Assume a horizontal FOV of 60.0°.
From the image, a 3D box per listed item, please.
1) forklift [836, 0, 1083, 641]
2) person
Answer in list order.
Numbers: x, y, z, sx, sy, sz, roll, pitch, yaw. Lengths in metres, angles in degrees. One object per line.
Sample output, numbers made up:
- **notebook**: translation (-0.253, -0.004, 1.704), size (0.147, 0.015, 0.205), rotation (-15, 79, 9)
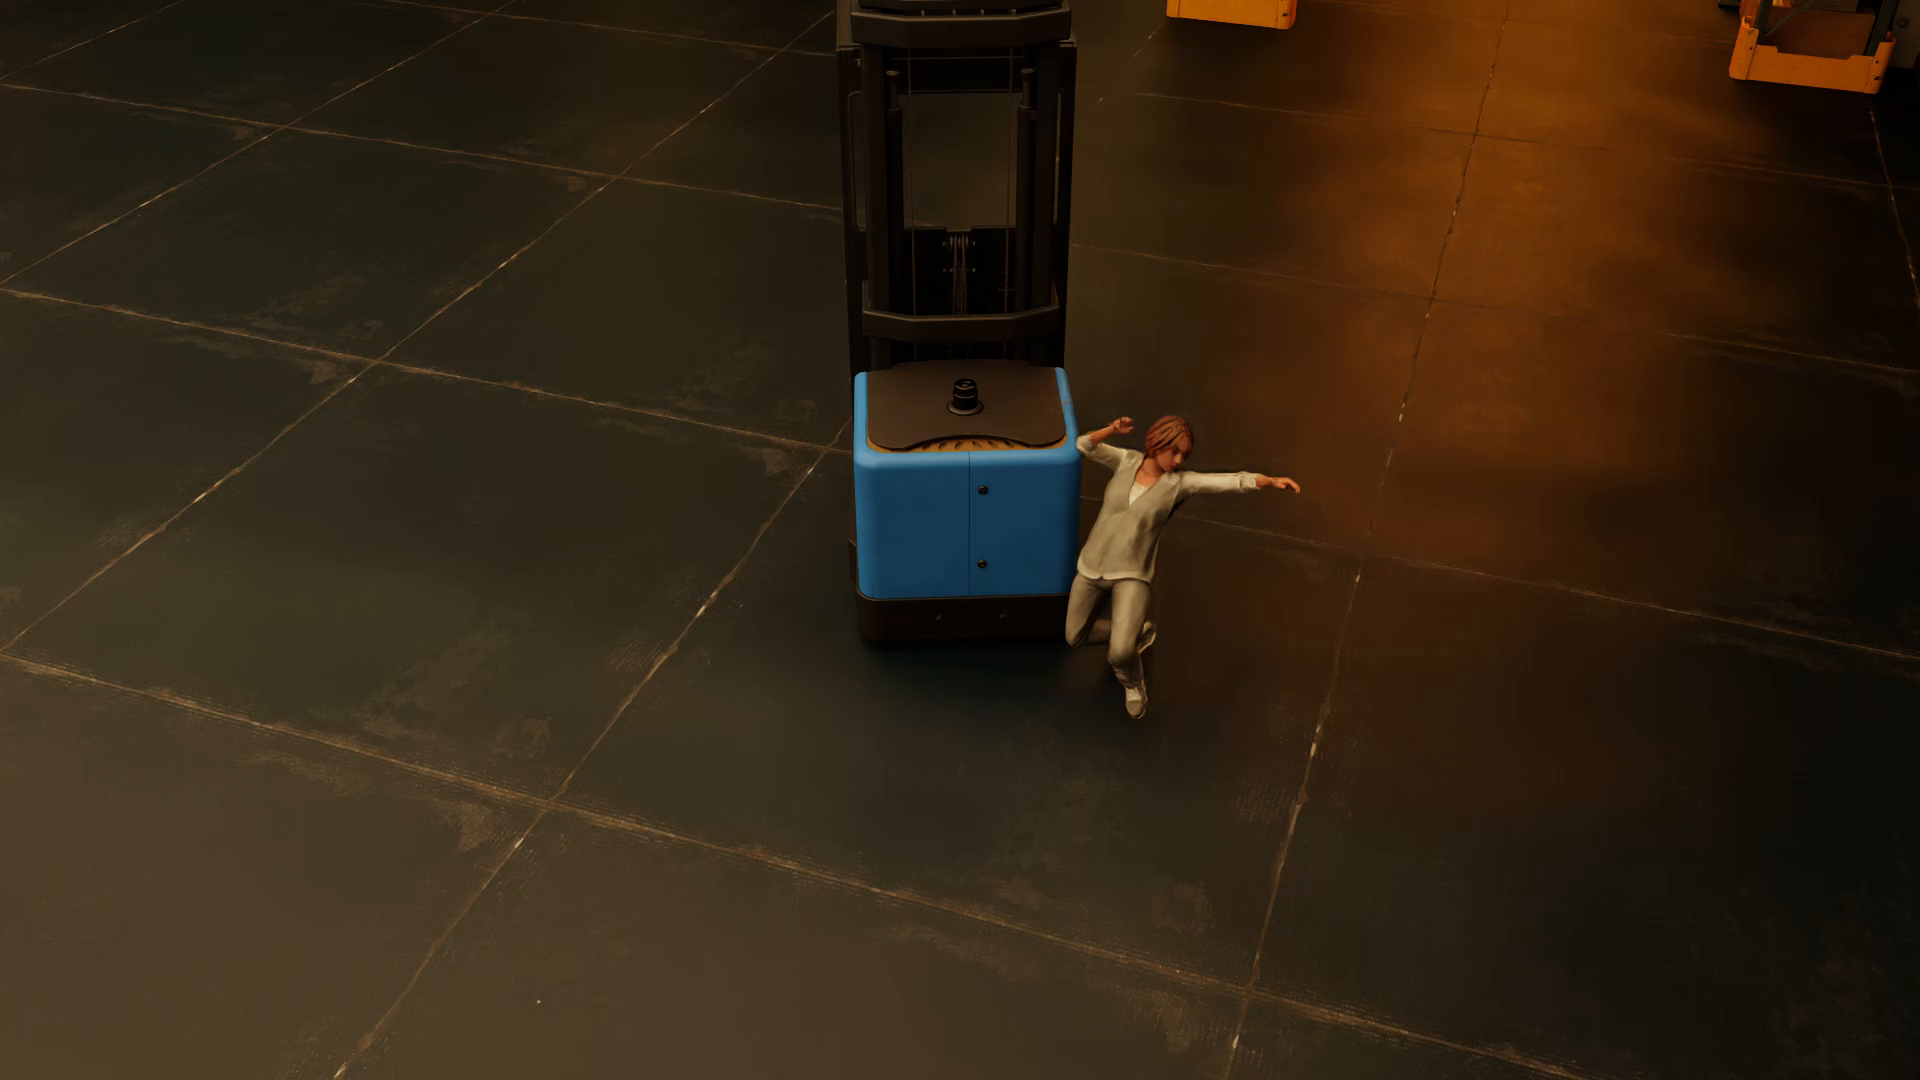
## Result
- **forklift**: translation (-0.029, -1.547, 8.293), size (1.130, 2.935, 3.031), rotation (-2, 35, -2)
- **person**: translation (0.889, 0.140, 7.175), size (0.947, 1.495, 0.730), rotation (22, 41, 28)
